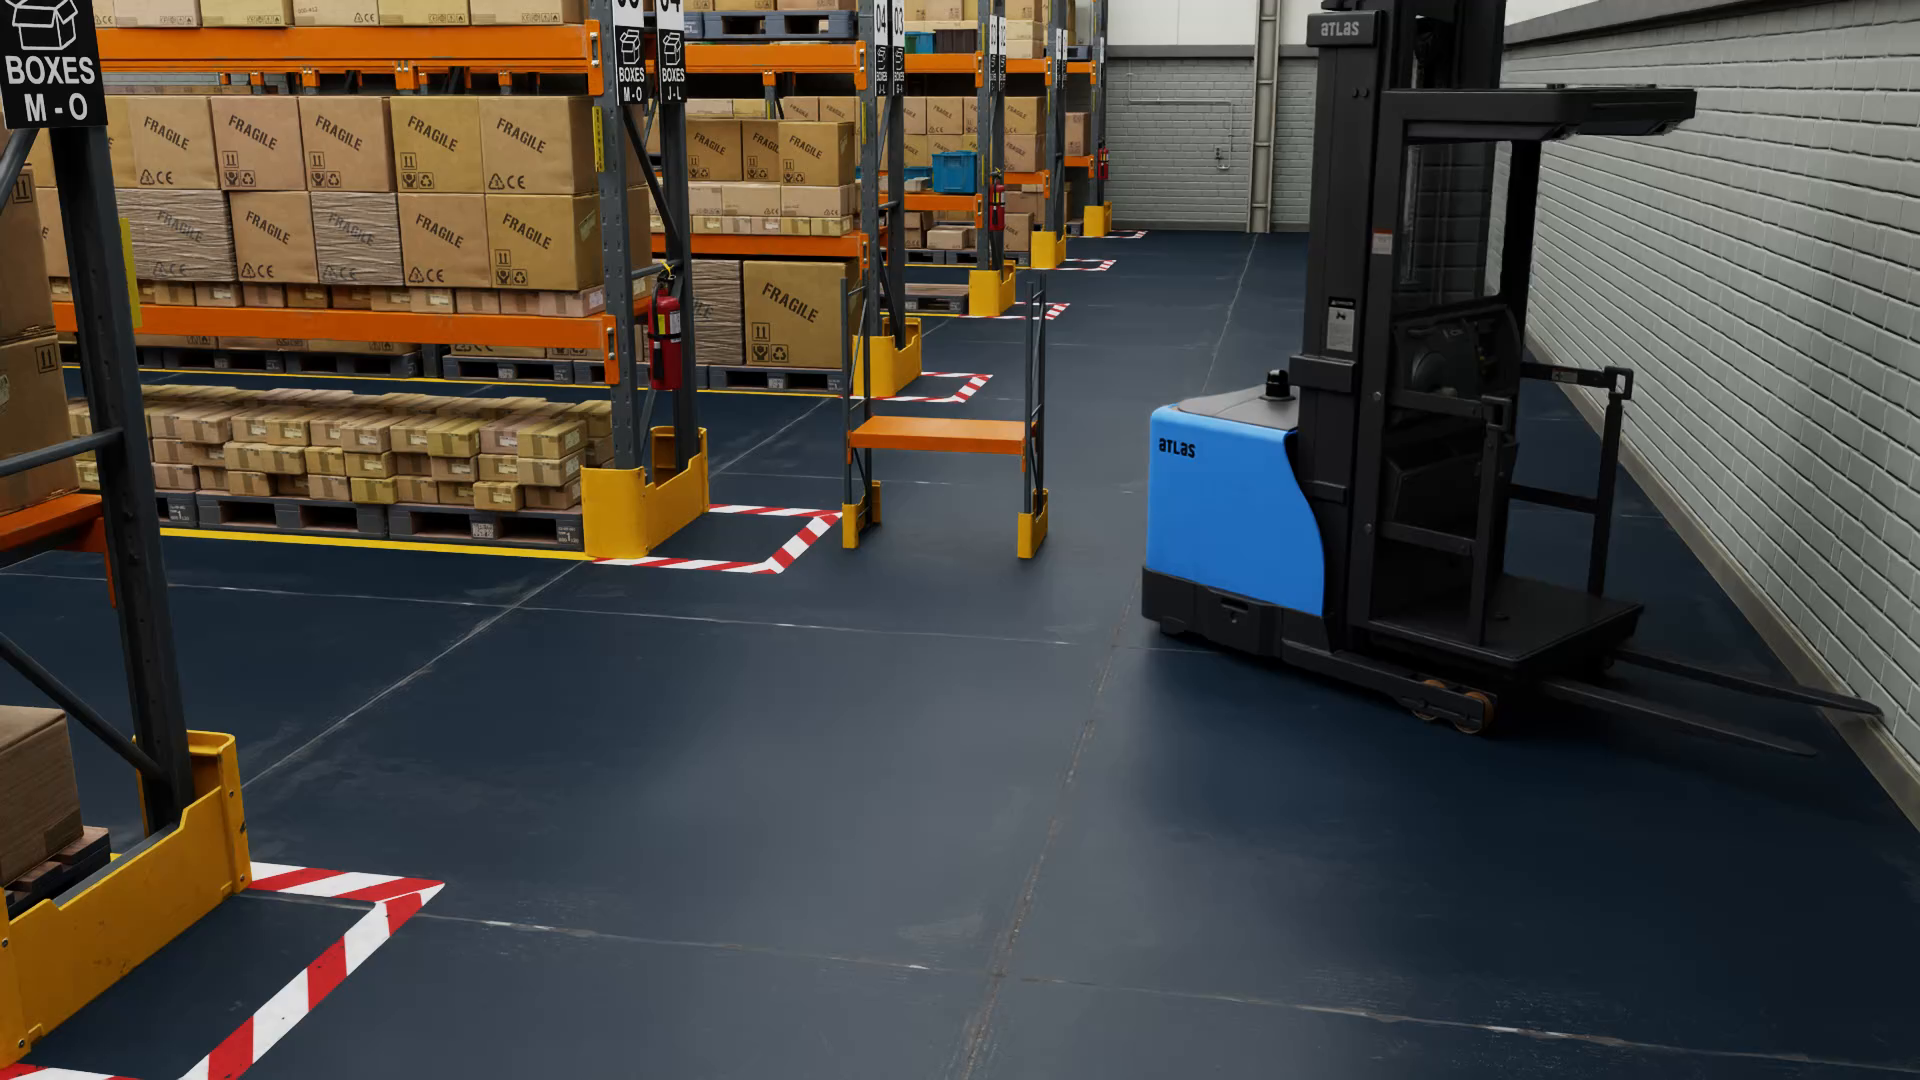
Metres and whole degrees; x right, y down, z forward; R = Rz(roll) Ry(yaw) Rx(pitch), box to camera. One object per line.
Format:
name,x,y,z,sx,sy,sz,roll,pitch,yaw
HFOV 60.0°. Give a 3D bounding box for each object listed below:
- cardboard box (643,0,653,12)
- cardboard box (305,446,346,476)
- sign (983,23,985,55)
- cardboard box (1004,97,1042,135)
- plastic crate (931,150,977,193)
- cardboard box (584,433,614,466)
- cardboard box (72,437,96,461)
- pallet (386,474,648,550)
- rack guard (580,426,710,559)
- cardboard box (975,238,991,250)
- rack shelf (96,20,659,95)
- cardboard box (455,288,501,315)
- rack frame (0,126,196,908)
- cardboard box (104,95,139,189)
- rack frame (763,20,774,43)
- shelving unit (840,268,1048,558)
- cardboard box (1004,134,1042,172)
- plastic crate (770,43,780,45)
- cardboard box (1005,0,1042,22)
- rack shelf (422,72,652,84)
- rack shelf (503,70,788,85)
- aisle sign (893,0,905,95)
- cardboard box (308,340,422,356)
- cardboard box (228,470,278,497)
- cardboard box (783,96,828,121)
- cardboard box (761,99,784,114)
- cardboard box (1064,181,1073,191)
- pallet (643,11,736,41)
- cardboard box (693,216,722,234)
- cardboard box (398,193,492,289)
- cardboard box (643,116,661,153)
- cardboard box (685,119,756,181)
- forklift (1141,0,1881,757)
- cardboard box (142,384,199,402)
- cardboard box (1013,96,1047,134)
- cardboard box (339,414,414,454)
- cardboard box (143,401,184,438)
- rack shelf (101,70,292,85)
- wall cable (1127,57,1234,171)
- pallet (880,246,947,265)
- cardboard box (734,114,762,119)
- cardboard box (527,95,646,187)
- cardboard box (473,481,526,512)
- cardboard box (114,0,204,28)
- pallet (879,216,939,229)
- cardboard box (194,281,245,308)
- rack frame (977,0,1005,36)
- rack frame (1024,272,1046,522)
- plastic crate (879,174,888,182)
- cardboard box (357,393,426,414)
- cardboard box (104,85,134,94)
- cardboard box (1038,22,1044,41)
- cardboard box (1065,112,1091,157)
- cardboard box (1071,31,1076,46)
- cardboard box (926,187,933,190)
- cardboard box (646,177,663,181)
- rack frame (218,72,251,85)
cardboard box,-2.771,-4.622,13.779,0.500,0.500,0.700,4,16,14
cardboard box,-3.569,-0.489,9.634,0.250,0.149,0.380,4,16,14
sign,0.253,-5.332,17.698,0.005,0.325,0.100,3,16,11
cardboard box,0.847,-5.859,22.964,0.500,0.500,0.500,3,16,11
plastic crate,-0.018,-4.096,18.483,0.499,0.435,0.616,3,16,11
cardboard box,-2.190,-0.561,9.893,0.250,0.149,0.380,4,16,13
cardboard box,-5.090,-0.585,9.983,0.250,0.149,0.380,3,16,11
pallet,-2.591,-0.206,9.842,1.213,0.211,1.003,3,16,11
rack guard,-1.802,-0.293,9.614,0.348,0.500,1.175,3,16,11
cardboard box,0.377,-4.233,23.639,0.250,0.166,0.380,3,16,11
rack shelf,-3.687,-2.699,9.345,4.000,0.370,1.077,3,16,11
cardboard box,-2.588,-1.348,9.212,0.250,0.149,0.380,3,16,11
rack frame,-2.615,-0.193,4.571,0.127,3.000,1.000,3,16,11
cardboard box,-4.743,-2.269,9.445,0.500,0.500,0.500,3,16,9
rack frame,-2.582,-8.481,23.252,0.127,3.000,1.000,3,16,11
shelving unit,-0.075,-0.727,9.306,1.083,1.500,0.587,3,16,11
cardboard box,0.845,-5.378,23.100,0.500,0.500,0.500,4,16,13
plastic crate,-2.251,-5.645,19.126,0.466,0.136,0.293,3,16,11
cardboard box,0.831,-7.376,22.821,0.500,0.500,0.700,3,16,11
rack shelf,-7.478,-8.304,29.579,4.000,0.370,1.077,3,16,11
rack shelf,-4.542,-6.795,24.132,4.000,0.370,1.077,3,16,11
aisle sign,-0.510,-4.113,13.852,0.004,0.787,0.394,3,16,11
cardboard box,-5.191,-2.206,15.030,0.875,0.875,1.225,3,16,11
cardboard box,-4.075,-0.373,9.774,0.250,0.149,0.380,3,16,10
cardboard box,-2.176,-6.021,23.550,0.500,0.500,0.500,4,16,13
cardboard box,-3.106,-7.463,28.629,0.500,0.250,0.500,3,16,12
cardboard box,1.778,-6.040,28.359,0.250,0.149,0.380,3,16,11
pallet,-2.568,-4.290,13.906,1.213,0.211,1.003,3,16,11
cardboard box,-2.056,-2.651,13.916,0.250,0.149,0.380,3,16,10
cardboard box,-2.723,-1.671,9.159,0.500,0.500,0.500,3,16,10
cardboard box,-4.326,-5.918,24.264,0.500,0.500,0.700,-1,16,-3
cardboard box,-2.055,-3.367,14.347,0.500,0.500,0.500,3,16,10
forklift,2.236,-0.788,6.847,1.130,2.935,3.031,-14,21,-41
cardboard box,-4.988,-0.868,10.444,0.250,0.149,0.380,3,16,12
cardboard box,0.955,-6.000,23.472,0.500,0.500,0.500,4,16,13
cardboard box,-3.326,-0.610,9.514,0.250,0.149,0.380,4,16,13
cardboard box,-4.835,-0.718,9.906,0.250,0.149,0.380,3,16,10
rack shelf,-12.382,-7.221,25.669,4.000,0.370,1.077,3,16,11
wall cable,3.764,-7.342,28.475,1.851,1.984,0.084,3,16,11
pallet,-0.710,-4.145,24.060,1.213,0.211,1.003,3,16,11
cardboard box,-3.584,-7.124,28.811,0.500,0.500,0.500,4,16,13
cardboard box,-2.115,-2.260,9.416,0.500,0.500,0.500,3,16,11
cardboard box,-2.557,-0.283,9.448,0.250,0.149,0.380,4,16,13
cardboard box,-4.247,-2.929,9.109,0.500,0.250,0.500,4,16,13
pallet,-0.869,-5.481,28.884,1.213,0.211,1.003,3,16,11
cardboard box,-4.135,-1.427,9.497,0.250,0.149,0.380,4,16,14
rack frame,0.347,-6.973,17.807,0.127,3.000,1.000,3,16,11
rack frame,0.415,-0.700,9.211,0.032,1.500,0.500,3,16,11
plastic crate,-0.792,-4.157,19.263,0.298,0.136,0.250,3,16,11
cardboard box,-3.467,-0.790,10.166,0.250,0.149,0.380,3,16,12
cardboard box,-12.824,-6.817,25.867,0.500,0.500,0.700,3,16,11
cardboard box,0.886,-7.087,23.182,0.500,0.250,0.500,3,16,11
cardboard box,1.819,-6.842,28.012,0.700,0.700,0.980,4,16,14
cardboard box,1.655,-8.400,27.886,0.500,0.250,0.500,4,16,14
cardboard box,-0.587,-6.064,28.444,0.250,0.149,0.380,4,16,13
cardboard box,-2.571,-3.033,14.546,0.500,0.250,0.500,3,16,10
rack frame,-13.358,-7.524,31.036,0.127,3.000,1.000,3,16,11
